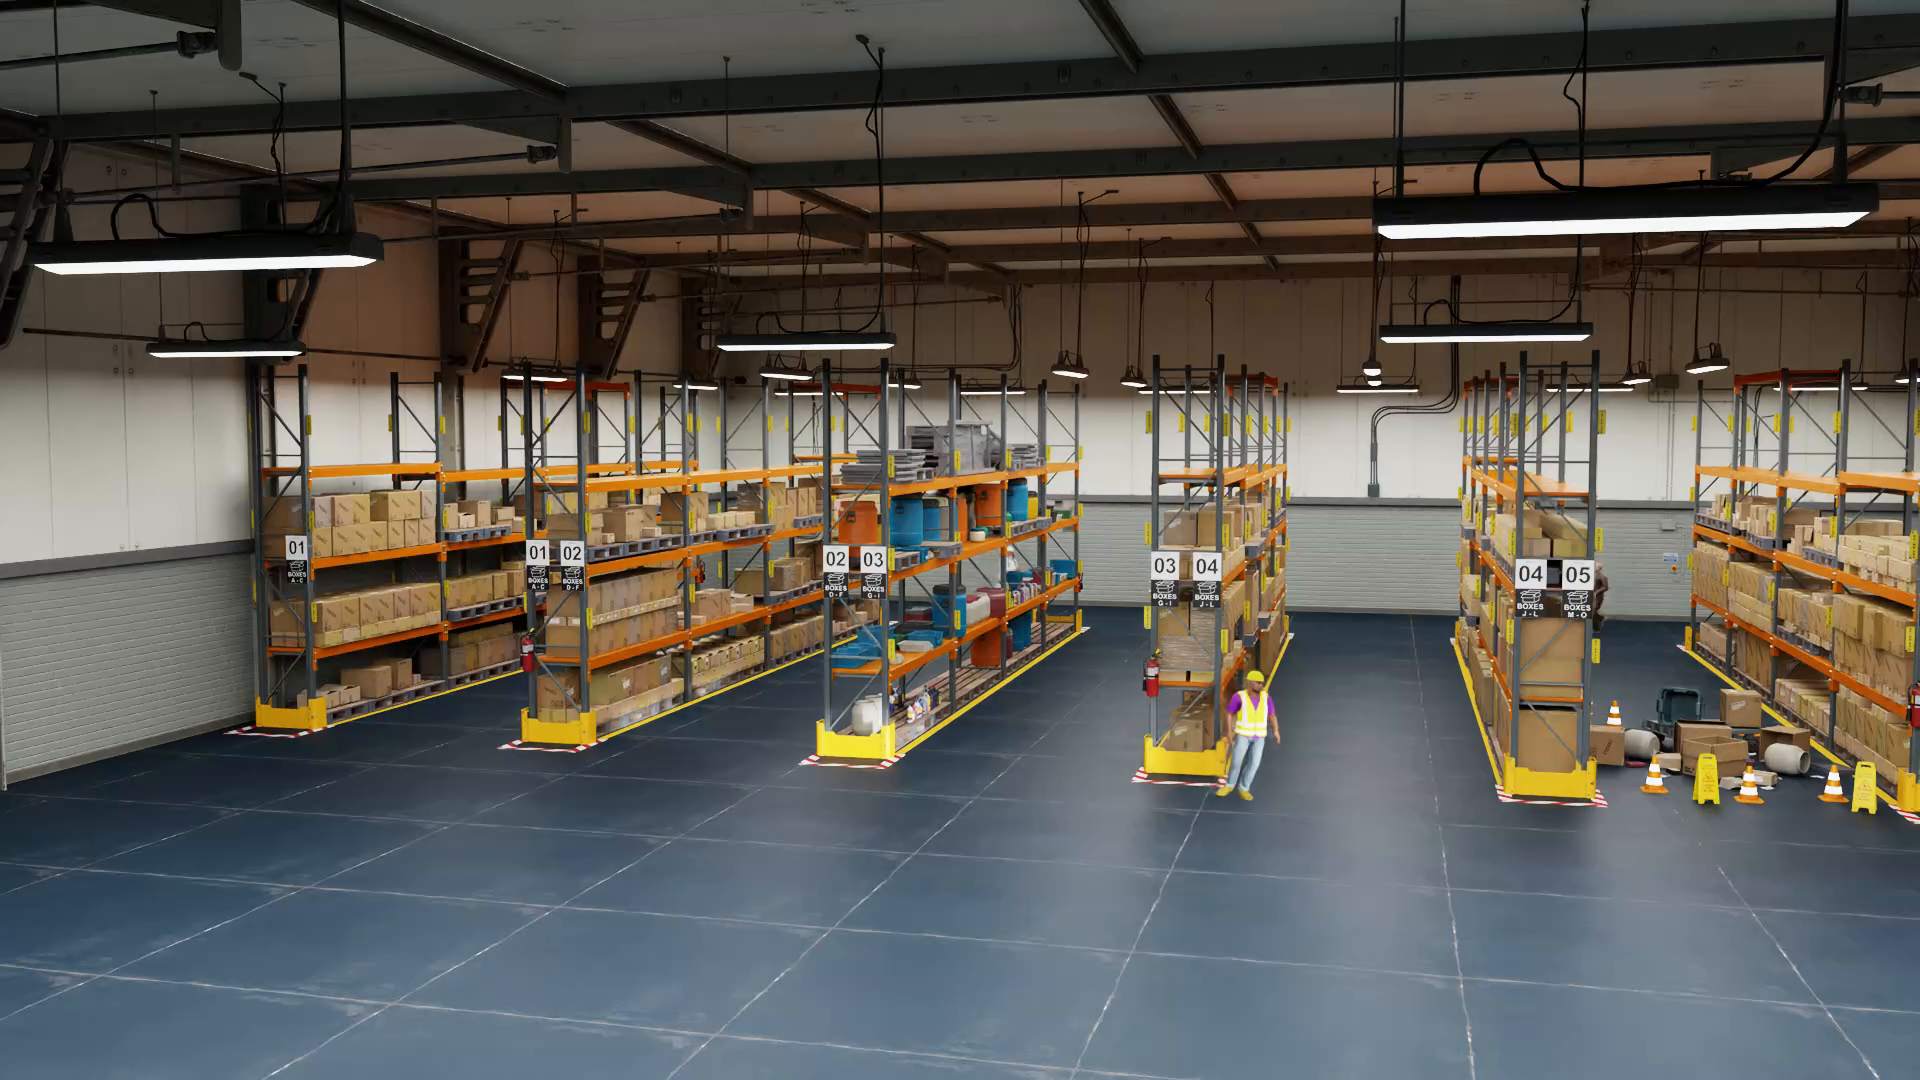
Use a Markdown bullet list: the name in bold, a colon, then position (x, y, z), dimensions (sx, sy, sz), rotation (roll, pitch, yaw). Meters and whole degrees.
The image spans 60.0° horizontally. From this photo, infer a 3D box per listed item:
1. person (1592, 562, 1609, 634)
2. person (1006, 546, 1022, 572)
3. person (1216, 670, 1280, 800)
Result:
- **person**: position (15.241, 1.395, 39.835), dimensions (0.549, 1.727, 0.745), rotation (0, 4, -1)
- **person**: position (1.325, 1.064, 44.296), dimensions (0.849, 1.833, 0.638), rotation (3, 5, 38)
- **person**: position (3.842, 2.618, 22.162), dimensions (0.787, 1.756, 0.598), rotation (-1, 4, -13)
